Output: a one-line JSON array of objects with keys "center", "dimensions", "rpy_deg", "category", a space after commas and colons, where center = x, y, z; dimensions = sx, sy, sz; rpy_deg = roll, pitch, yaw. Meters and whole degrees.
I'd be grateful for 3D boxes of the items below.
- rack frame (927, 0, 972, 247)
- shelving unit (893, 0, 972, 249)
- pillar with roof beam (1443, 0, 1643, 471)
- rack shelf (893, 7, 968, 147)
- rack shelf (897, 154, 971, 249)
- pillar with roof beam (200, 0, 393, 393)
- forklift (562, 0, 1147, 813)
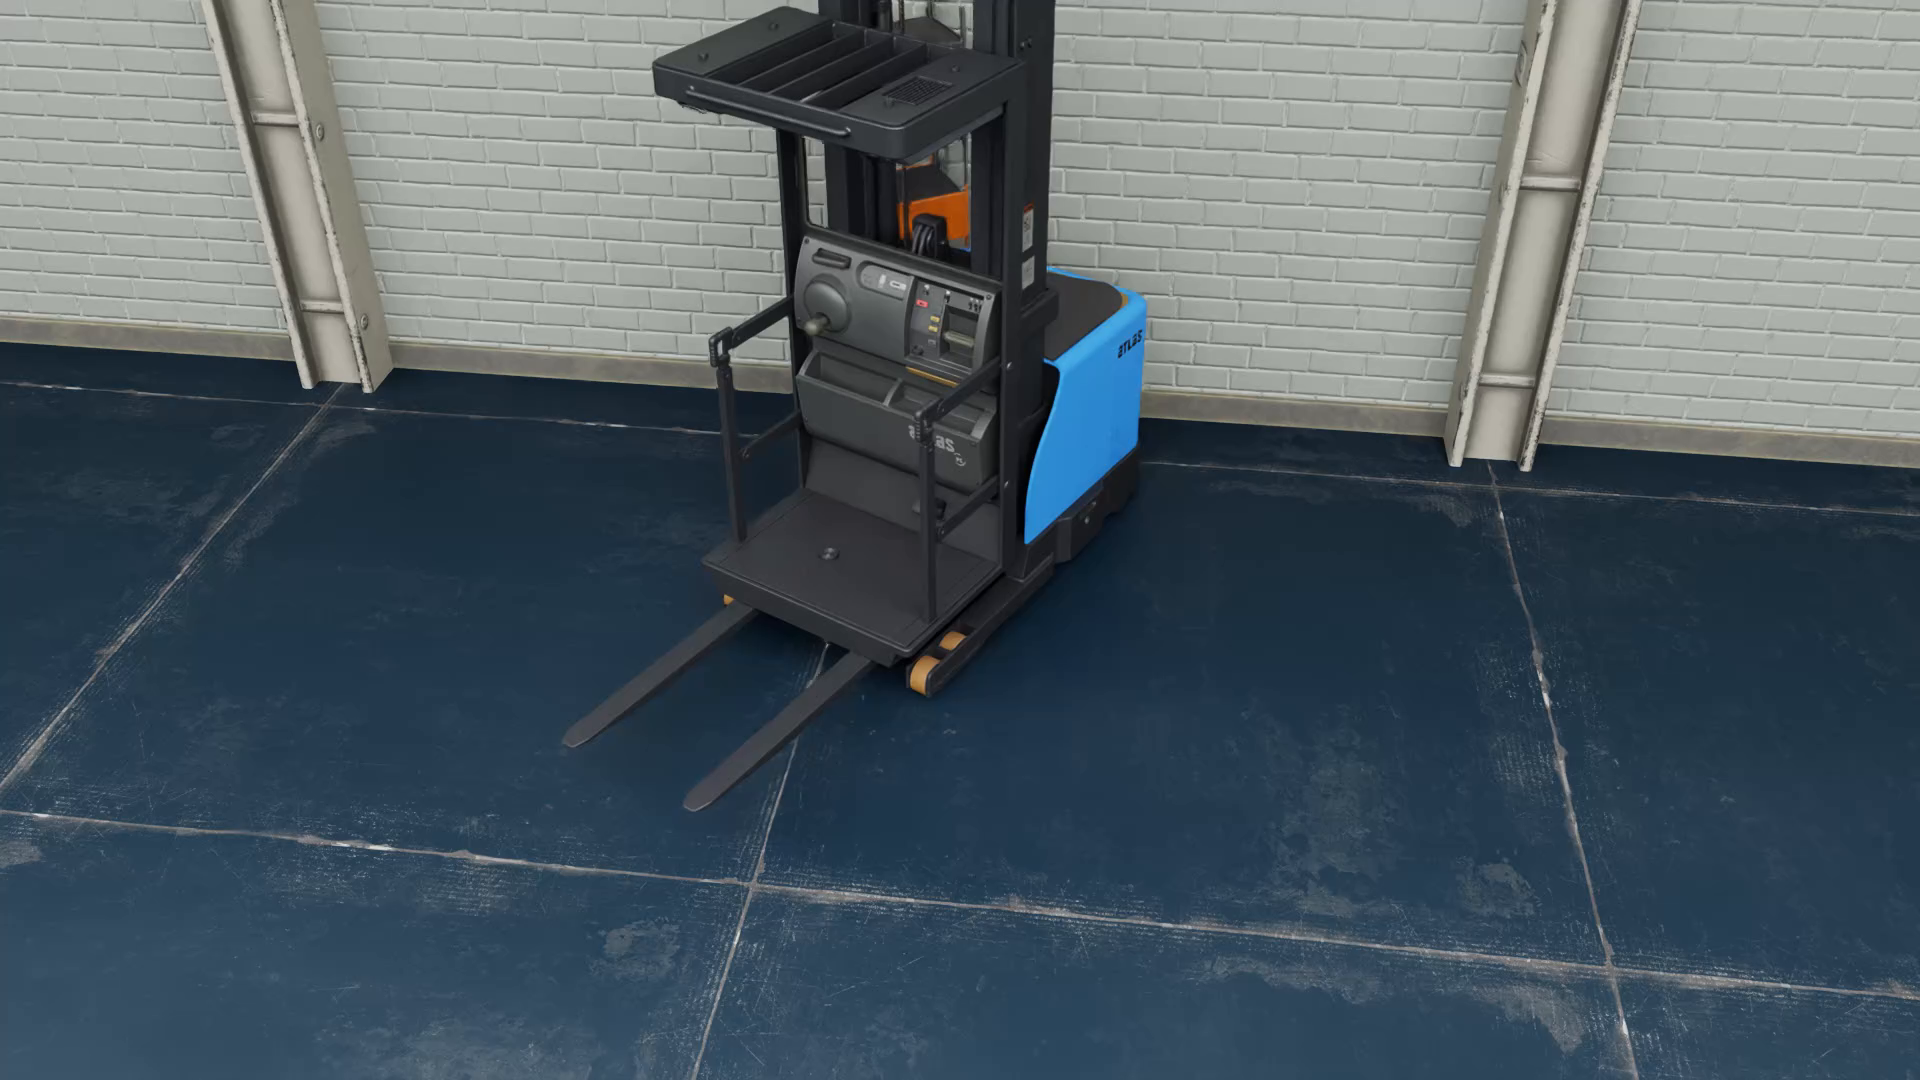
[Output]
[{"center": [-0.032, -1.541, 7.943], "dimensions": [0.015, 2.100, 0.400], "rpy_deg": [-16, 37, -19], "category": "rack frame"}, {"center": [-0.254, -1.478, 7.865], "dimensions": [0.503, 2.100, 0.431], "rpy_deg": [-16, 37, -19], "category": "shelving unit"}, {"center": [2.101, -1.625, 2.281], "dimensions": [0.400, 9.000, 9.100], "rpy_deg": [4, 36, 6], "category": "pillar with roof beam"}, {"center": [-0.276, -2.041, 7.473], "dimensions": [0.480, 0.518, 0.431], "rpy_deg": [-16, 37, -19], "category": "rack shelf"}, {"center": [-0.254, -1.467, 7.872], "dimensions": [0.480, 0.518, 0.431], "rpy_deg": [-16, 37, -19], "category": "rack shelf"}, {"center": [-3.850, -2.069, 2.903], "dimensions": [0.400, 9.000, 9.100], "rpy_deg": [4, 36, 6], "category": "pillar with roof beam"}, {"center": [-0.386, -0.868, 6.443], "dimensions": [1.130, 2.935, 3.031], "rpy_deg": [21, 41, 27], "category": "forklift"}]
